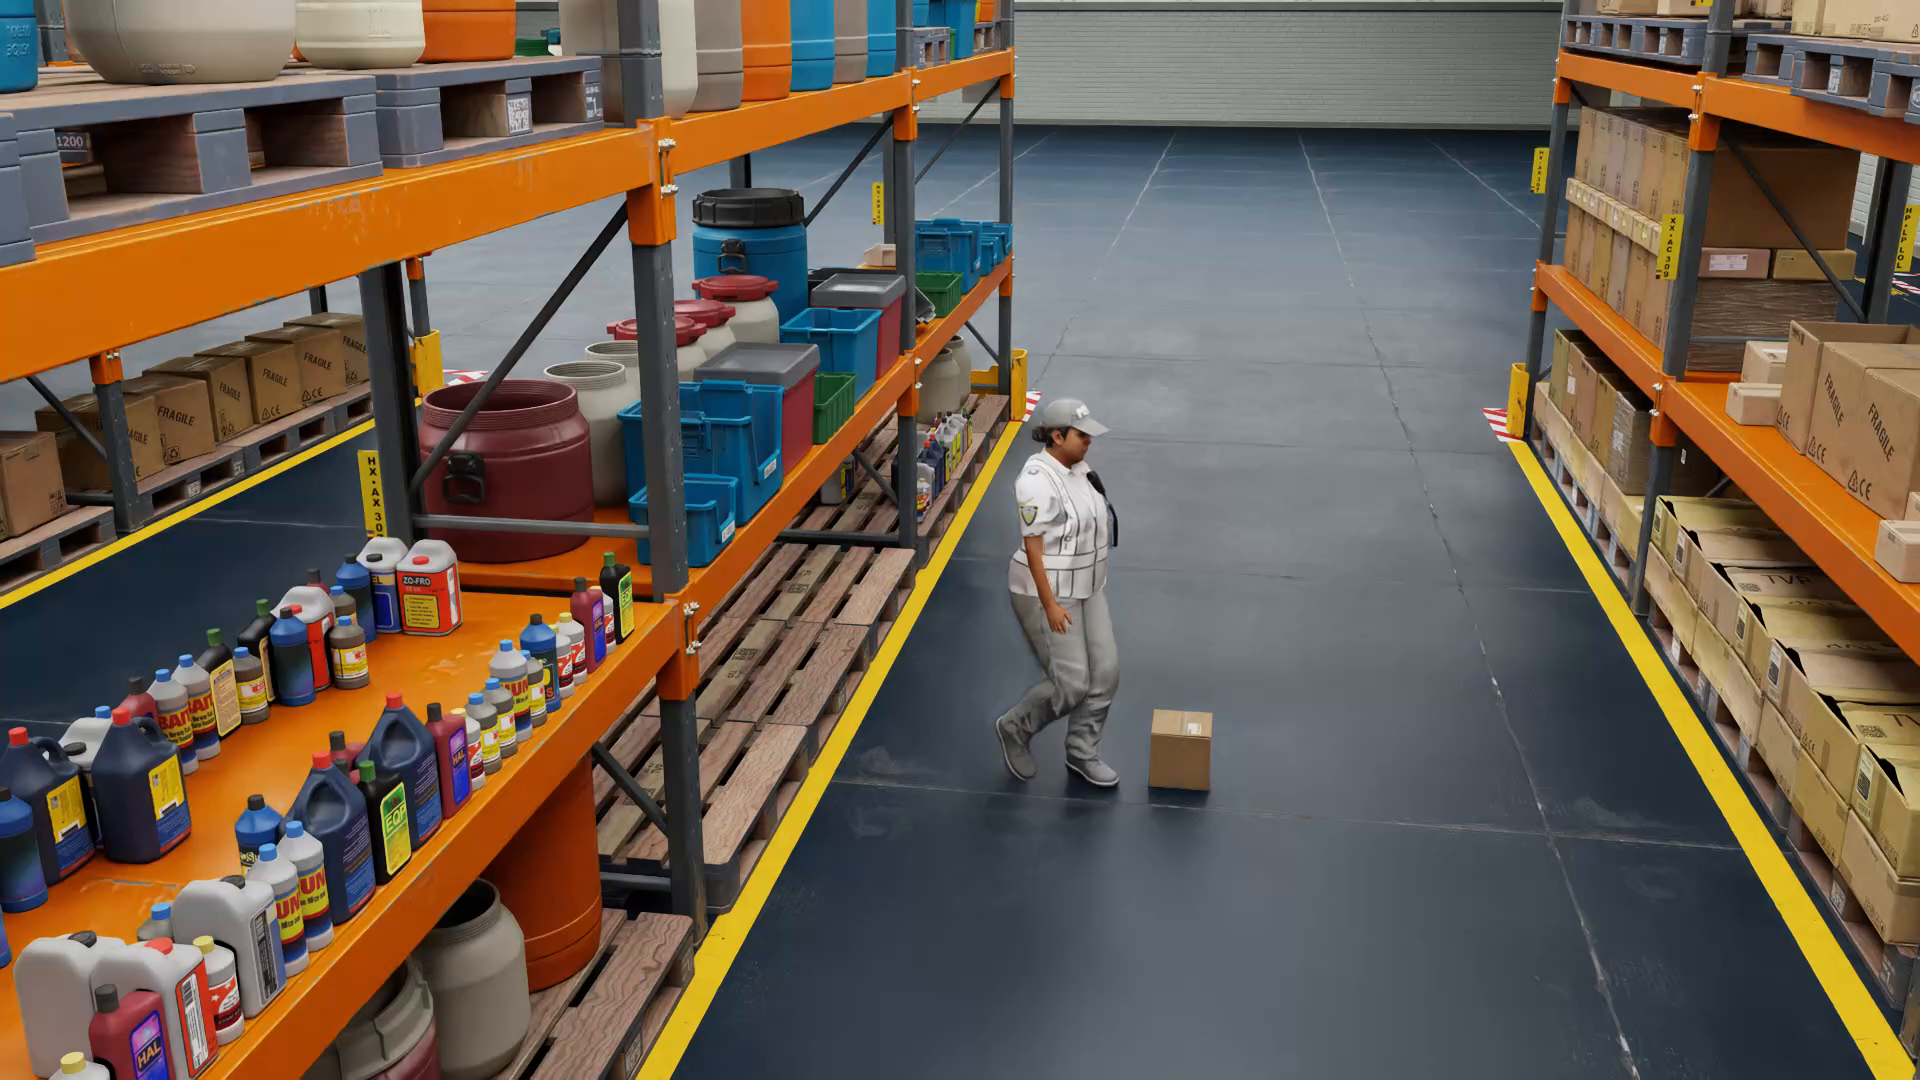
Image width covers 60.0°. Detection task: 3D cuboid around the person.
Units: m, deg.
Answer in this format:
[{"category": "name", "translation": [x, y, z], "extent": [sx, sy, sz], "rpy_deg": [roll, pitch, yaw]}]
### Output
[{"category": "person", "translation": [0.455, 0.224, 6.940], "extent": [0.540, 1.641, 0.486], "rpy_deg": [12, 22, 33]}]
